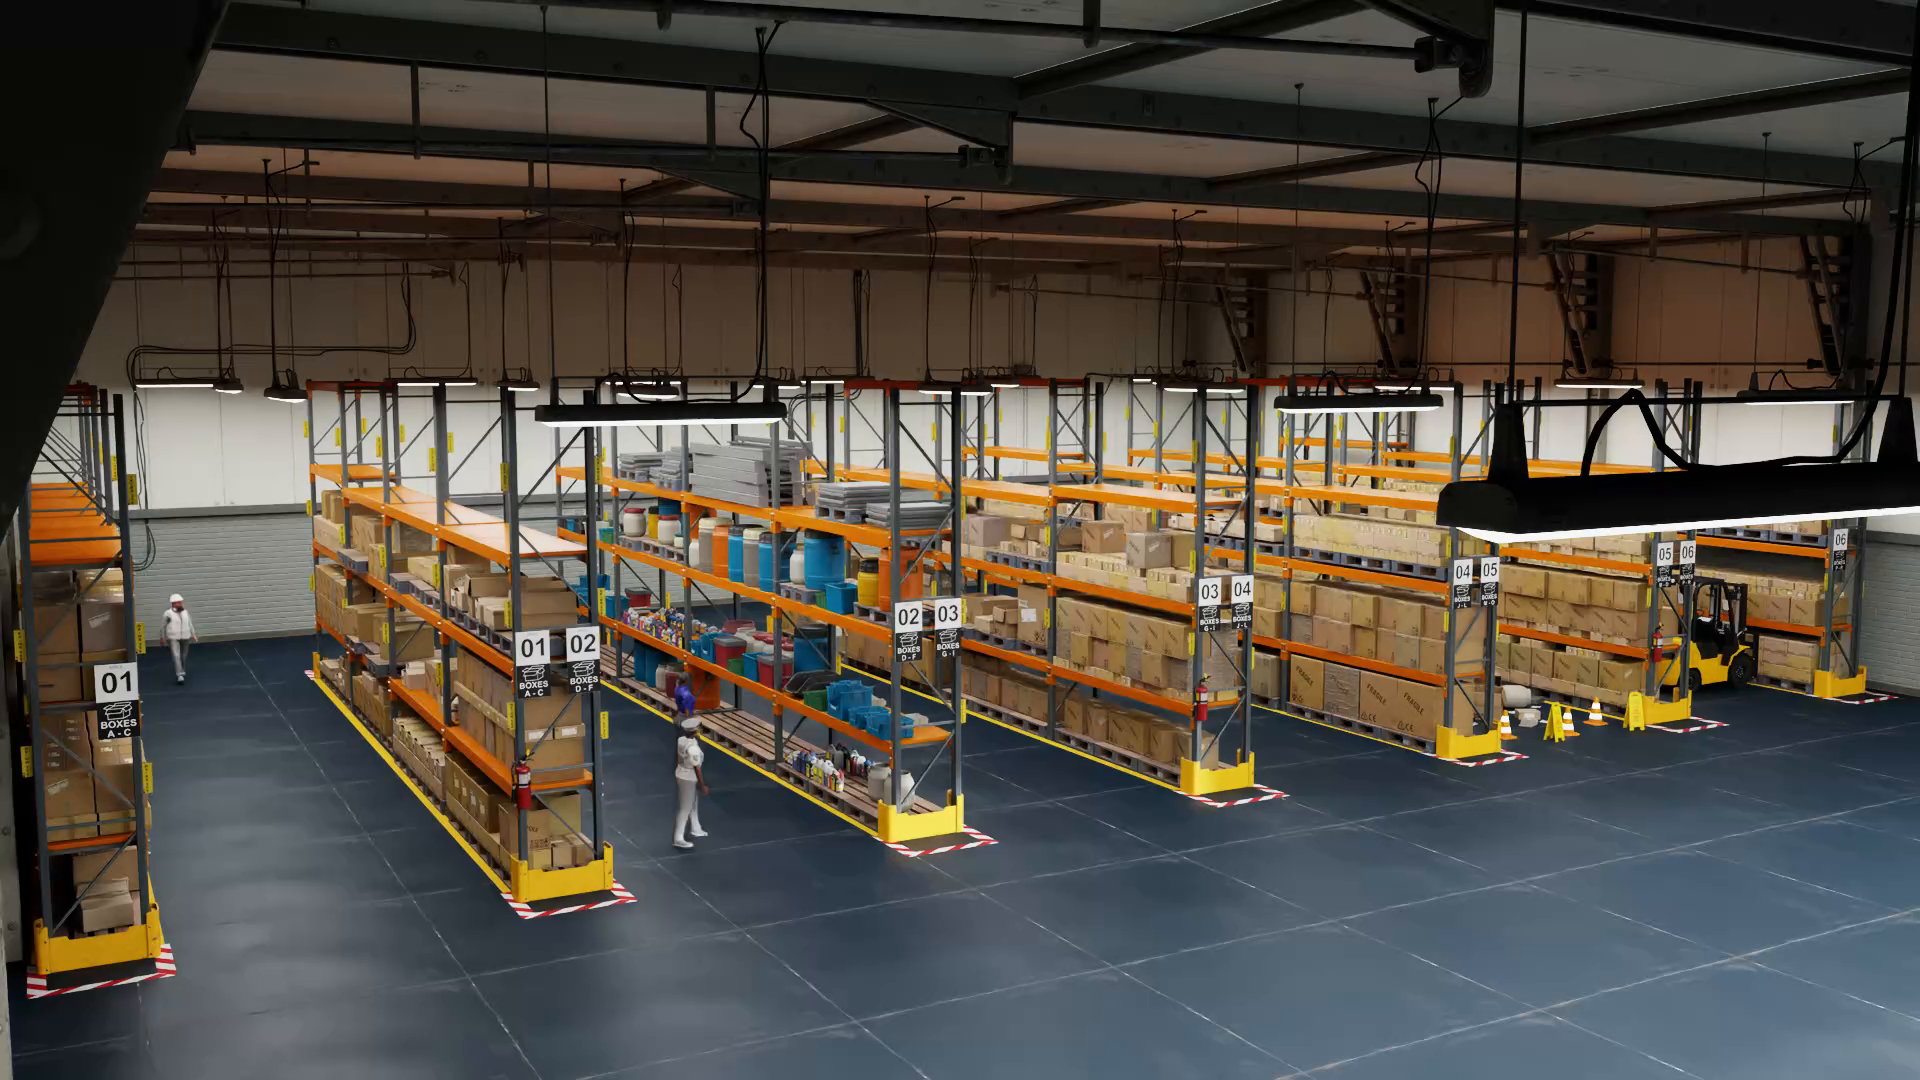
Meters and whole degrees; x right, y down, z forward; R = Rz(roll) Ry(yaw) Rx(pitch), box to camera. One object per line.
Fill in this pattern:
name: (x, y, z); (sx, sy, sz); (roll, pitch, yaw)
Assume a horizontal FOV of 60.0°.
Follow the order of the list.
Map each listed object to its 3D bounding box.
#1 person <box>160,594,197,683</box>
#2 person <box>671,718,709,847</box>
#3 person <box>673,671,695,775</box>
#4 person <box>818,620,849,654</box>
person: (-15.583, 1.942, 33.172); (0.628, 1.724, 1.074); (-5, 8, -40)
person: (-3.573, 3.179, 21.955); (0.558, 1.693, 0.682); (-2, 6, -16)
person: (-4.218, 2.813, 25.401); (0.351, 1.661, 0.507); (-2, 6, -15)
person: (-2.516, 1.841, 32.653); (0.567, 1.545, 1.030); (-3, 7, -28)
